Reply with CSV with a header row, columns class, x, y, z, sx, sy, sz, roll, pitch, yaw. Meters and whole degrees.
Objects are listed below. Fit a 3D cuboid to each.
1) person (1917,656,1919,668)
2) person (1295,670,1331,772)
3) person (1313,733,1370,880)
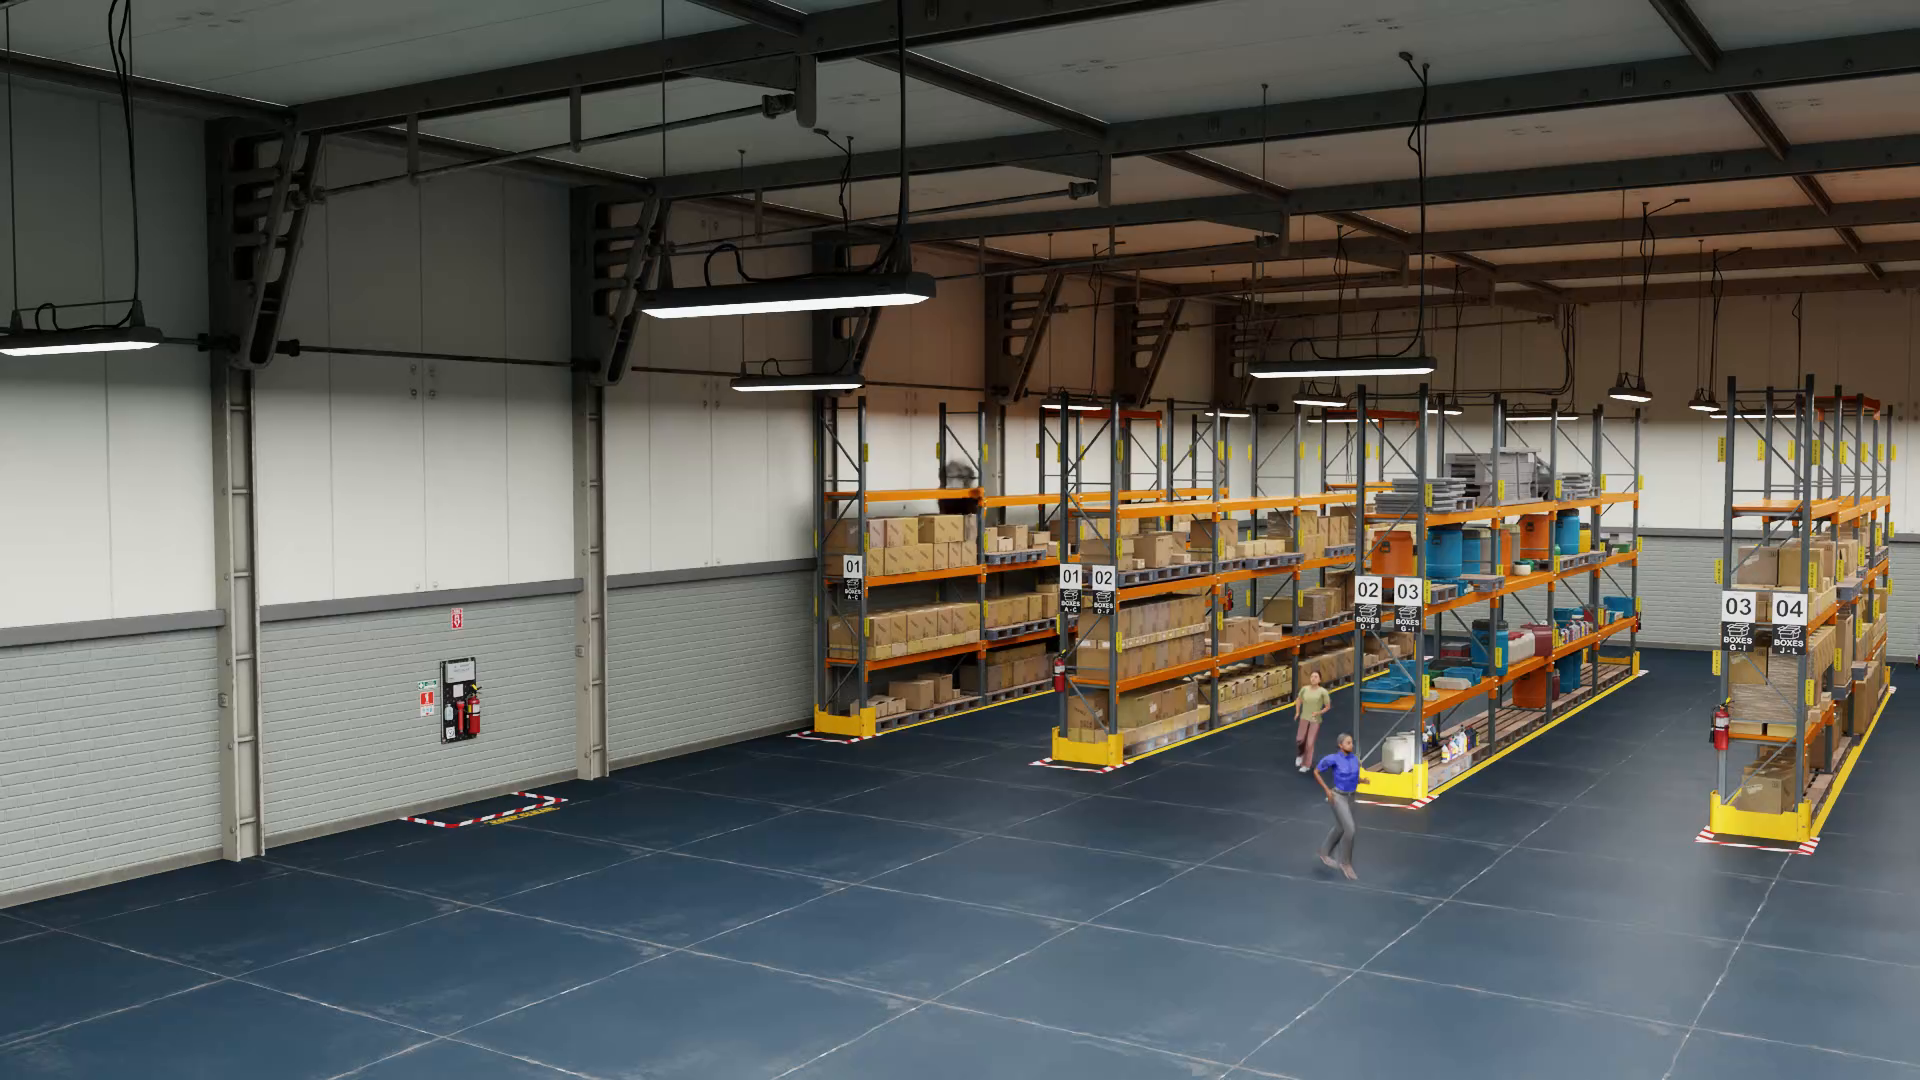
class,x,y,z,sx,sy,sz,roll,pitch,yaw
person,17.668,2.555,30.033,0.689,1.769,0.835,1,3,26
person,5.476,2.830,25.916,0.571,1.609,0.543,1,3,23
person,4.542,3.145,19.764,0.554,1.718,0.766,-2,4,-37
